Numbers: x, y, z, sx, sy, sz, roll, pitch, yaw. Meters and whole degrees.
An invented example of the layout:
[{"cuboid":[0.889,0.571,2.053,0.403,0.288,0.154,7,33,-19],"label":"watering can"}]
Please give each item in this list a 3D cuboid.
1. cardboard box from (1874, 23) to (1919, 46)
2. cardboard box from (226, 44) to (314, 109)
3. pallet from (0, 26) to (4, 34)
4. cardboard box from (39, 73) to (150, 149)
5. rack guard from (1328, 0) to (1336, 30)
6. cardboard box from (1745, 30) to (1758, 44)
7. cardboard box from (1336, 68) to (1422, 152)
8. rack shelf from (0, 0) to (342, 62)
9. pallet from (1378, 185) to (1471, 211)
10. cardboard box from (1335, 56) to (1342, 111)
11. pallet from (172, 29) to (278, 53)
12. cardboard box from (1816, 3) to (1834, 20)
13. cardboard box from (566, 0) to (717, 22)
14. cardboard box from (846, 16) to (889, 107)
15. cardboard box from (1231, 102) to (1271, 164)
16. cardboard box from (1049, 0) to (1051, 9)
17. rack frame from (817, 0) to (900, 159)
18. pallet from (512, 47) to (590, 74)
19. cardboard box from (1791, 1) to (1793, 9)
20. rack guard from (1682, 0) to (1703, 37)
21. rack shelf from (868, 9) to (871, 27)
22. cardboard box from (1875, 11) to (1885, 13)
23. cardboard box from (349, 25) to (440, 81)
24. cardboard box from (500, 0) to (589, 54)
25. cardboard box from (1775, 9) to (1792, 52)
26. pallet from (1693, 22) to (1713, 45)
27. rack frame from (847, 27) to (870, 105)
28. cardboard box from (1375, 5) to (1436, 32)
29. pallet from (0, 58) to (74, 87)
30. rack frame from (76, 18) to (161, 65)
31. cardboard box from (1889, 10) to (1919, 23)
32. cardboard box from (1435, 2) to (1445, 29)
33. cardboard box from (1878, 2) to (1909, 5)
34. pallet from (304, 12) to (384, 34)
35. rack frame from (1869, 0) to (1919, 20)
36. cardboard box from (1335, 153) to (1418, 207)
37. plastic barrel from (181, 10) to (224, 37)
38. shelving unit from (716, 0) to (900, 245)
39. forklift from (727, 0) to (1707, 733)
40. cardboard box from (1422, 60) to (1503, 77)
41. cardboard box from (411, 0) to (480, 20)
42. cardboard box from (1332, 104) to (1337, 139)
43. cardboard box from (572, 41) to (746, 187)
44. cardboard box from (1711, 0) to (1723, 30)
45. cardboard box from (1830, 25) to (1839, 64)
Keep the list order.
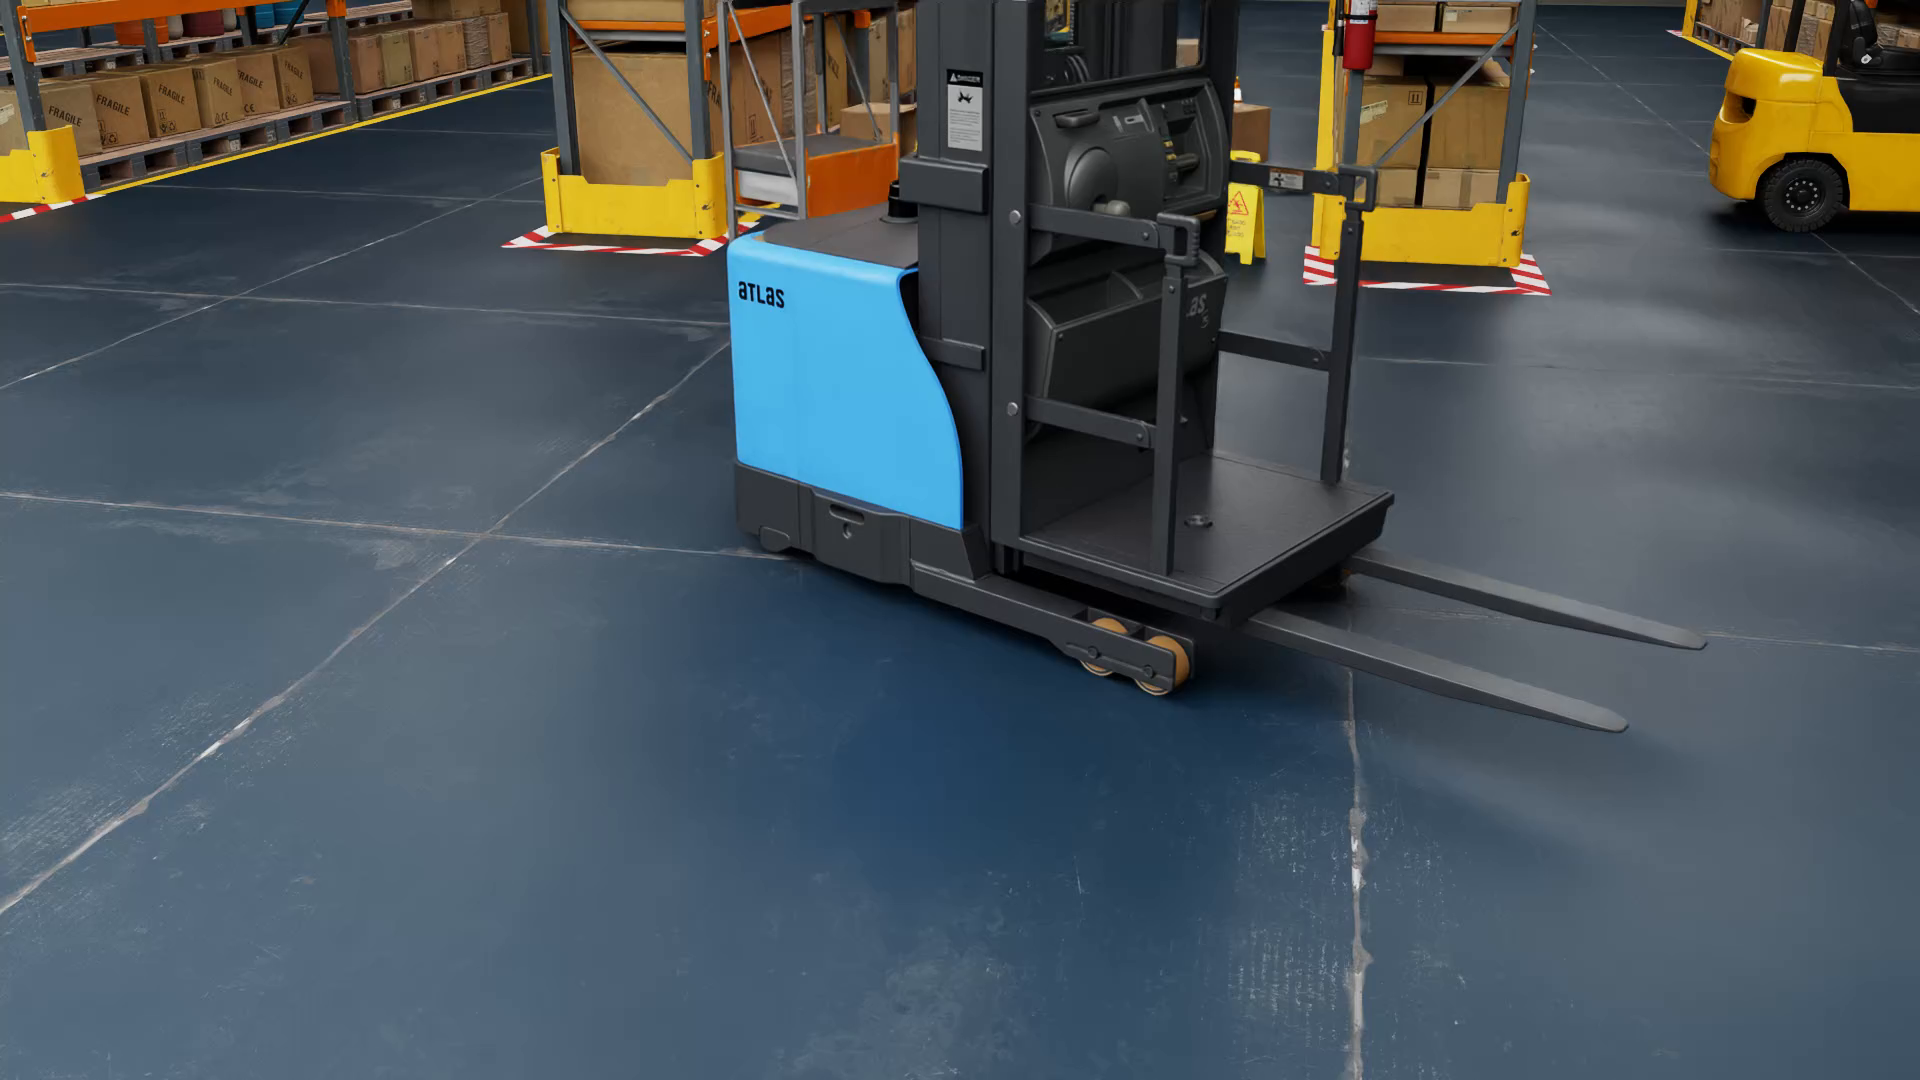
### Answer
[{"cuboid":[9.123,-4.501,15.631,0.875,0.625,0.625,5,23,13],"label":"cardboard box"},{"cuboid":[-6.235,-4.196,15.042,0.500,0.500,0.500,4,22,9],"label":"cardboard box"},{"cuboid":[-14.308,-7.393,23.927,1.003,0.211,1.213,4,22,11],"label":"pallet"},{"cuboid":[-6.698,-3.325,12.878,0.500,0.500,0.500,11,24,25],"label":"cardboard box"},{"cuboid":[6.041,-7.787,24.519,1.175,0.500,0.348,4,22,11],"label":"rack guard"},{"cuboid":[9.906,-6.196,20.477,0.380,0.149,0.250,4,22,9],"label":"cardboard box"},{"cuboid":[2.783,-2.857,11.047,0.500,0.500,0.500,5,23,13],"label":"cardboard box"},{"cuboid":[-6.522,-4.239,13.327,1.077,0.370,4.000,4,22,11],"label":"rack shelf"},{"cuboid":[2.987,-2.115,10.822,1.003,0.211,1.213,4,22,11],"label":"pallet"},{"cuboid":[3.203,-3.621,12.944,0.500,0.500,0.500,6,23,13],"label":"cardboard box"},{"cuboid":[-9.775,-6.588,21.928,1.003,0.211,1.213,4,22,11],"label":"pallet"},{"cuboid":[9.415,-5.654,17.792,0.380,0.149,0.250,3,22,8],"label":"cardboard box"},{"cuboid":[-2.064,-3.635,10.664,0.875,0.550,0.550,4,22,11],"label":"cardboard box"},{"cuboid":[-1.240,-4.274,14.901,1.050,0.750,0.750,4,22,11],"label":"cardboard box"},{"cuboid":[2.037,-3.102,12.884,0.500,0.500,0.500,-16,27,-35],"label":"cardboard box"},{"cuboid":[1.074,-7.601,23.566,0.380,0.149,0.250,6,23,14],"label":"cardboard box"},{"cuboid":[-0.378,-1.309,6.293,0.400,2.100,0.015,17,28,36],"label":"rack frame"},{"cuboid":[-5.063,-5.756,19.864,1.003,0.211,1.213,4,22,11],"label":"pallet"},{"cuboid":[9.724,-6.121,18.952,0.380,0.149,0.250,3,22,8],"label":"cardboard box"},{"cuboid":[10.881,-7.373,23.492,1.175,0.500,0.348,4,22,11],"label":"rack guard"},{"cuboid":[-0.871,-5.287,15.929,1.077,0.370,4.000,4,22,11],"label":"rack shelf"},{"cuboid":[9.142,-5.273,16.847,0.380,0.149,0.250,3,22,8],"label":"cardboard box"},{"cuboid":[-5.738,-4.949,16.885,0.700,0.500,0.500,3,22,6],"label":"cardboard box"},{"cuboid":[-5.137,-6.227,19.583,1.225,0.875,0.875,3,22,8],"label":"cardboard box"},{"cuboid":[9.662,-5.778,18.968,0.500,0.500,0.500,4,22,10],"label":"cardboard box"},{"cuboid":[10.719,-6.947,22.822,1.003,0.211,1.213,4,22,11],"label":"pallet"},{"cuboid":[-1.279,-4.889,13.978,1.000,3.000,0.127,4,22,11],"label":"rack frame"},{"cuboid":[2.638,-3.123,9.928,0.380,0.149,0.250,5,23,13],"label":"cardboard box"},{"cuboid":[-10.594,-5.126,18.299,1.003,0.211,1.213,4,22,11],"label":"pallet"},{"cuboid":[-10.146,-7.145,19.579,1.000,3.000,0.127,4,22,11],"label":"rack frame"},{"cuboid":[9.728,-5.330,16.989,0.380,0.149,0.250,5,22,12],"label":"cardboard box"},{"cuboid":[3.081,-3.171,10.049,0.380,0.149,0.250,5,22,12],"label":"cardboard box"},{"cuboid":[9.983,-5.710,17.933,0.380,0.149,0.250,4,22,9],"label":"cardboard box"},{"cuboid":[-9.218,-7.586,24.407,1.003,0.211,1.213,4,22,11],"label":"pallet"},{"cuboid":[9.264,-5.635,15.829,1.000,3.000,0.127,4,22,11],"label":"rack frame"},{"cuboid":[2.678,-2.330,10.743,0.500,0.250,0.500,4,22,11],"label":"cardboard box"},{"cuboid":[-9.833,-6.814,21.424,0.600,0.588,0.708,4,22,11],"label":"plastic barrel"},{"cuboid":[-0.534,-1.239,6.119,0.431,2.100,0.503,17,28,36],"label":"shelving unit"},{"cuboid":[0.675,-1.139,4.757,3.031,2.935,1.130,17,28,36],"label":"forklift"},{"cuboid":[3.424,-3.010,11.427,0.500,0.500,0.500,5,22,12],"label":"cardboard box"},{"cuboid":[-5.503,-5.718,17.788,0.500,0.250,0.500,7,23,17],"label":"cardboard box"},{"cuboid":[3.203,-3.273,13.084,0.500,0.250,0.500,3,22,8],"label":"cardboard box"},{"cuboid":[-2.021,-2.889,11.293,0.875,0.875,0.875,5,22,11],"label":"cardboard box"},{"cuboid":[10.466,-7.070,22.176,0.700,0.500,0.500,5,23,13],"label":"cardboard box"},{"cuboid":[9.252,-5.023,17.095,0.500,0.500,0.500,4,22,10],"label":"cardboard box"}]
